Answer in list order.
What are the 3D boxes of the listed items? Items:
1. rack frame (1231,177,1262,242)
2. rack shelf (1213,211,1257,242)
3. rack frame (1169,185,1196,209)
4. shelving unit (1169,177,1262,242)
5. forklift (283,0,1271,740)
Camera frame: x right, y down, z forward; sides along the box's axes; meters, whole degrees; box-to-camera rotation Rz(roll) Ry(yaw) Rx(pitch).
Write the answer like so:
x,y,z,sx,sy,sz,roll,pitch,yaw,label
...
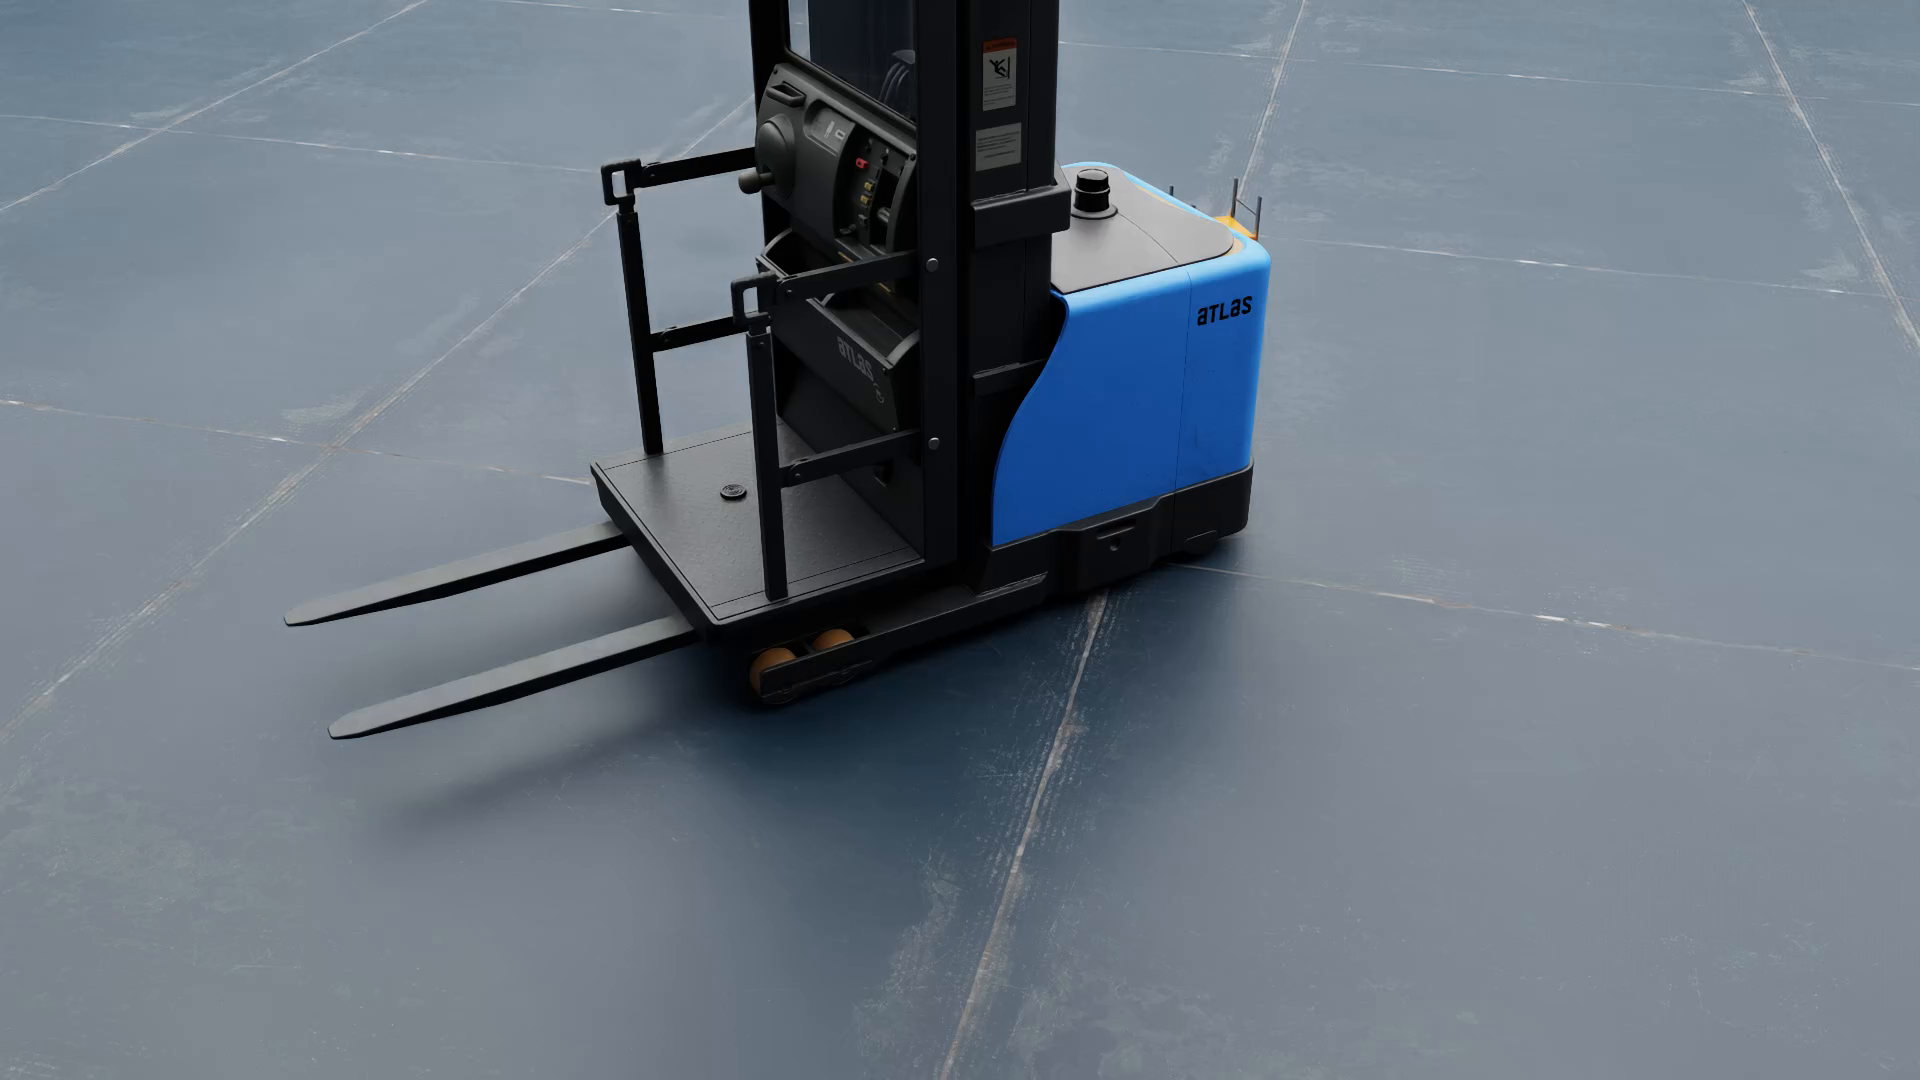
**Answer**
x,y,z,sx,sy,sz,roll,pitch,yaw,label
0.986,-0.766,5.976,0.008,1.050,0.200,-10,34,-15,rack frame
0.870,-0.977,5.798,0.240,0.259,0.215,-10,34,-15,rack shelf
0.754,-0.726,5.913,0.008,1.050,0.200,-10,34,-15,rack frame
0.870,-0.746,5.945,0.252,1.050,0.215,-10,34,-15,shelving unit
-0.547,-1.070,4.701,3.031,2.935,1.130,-17,36,-25,forklift
